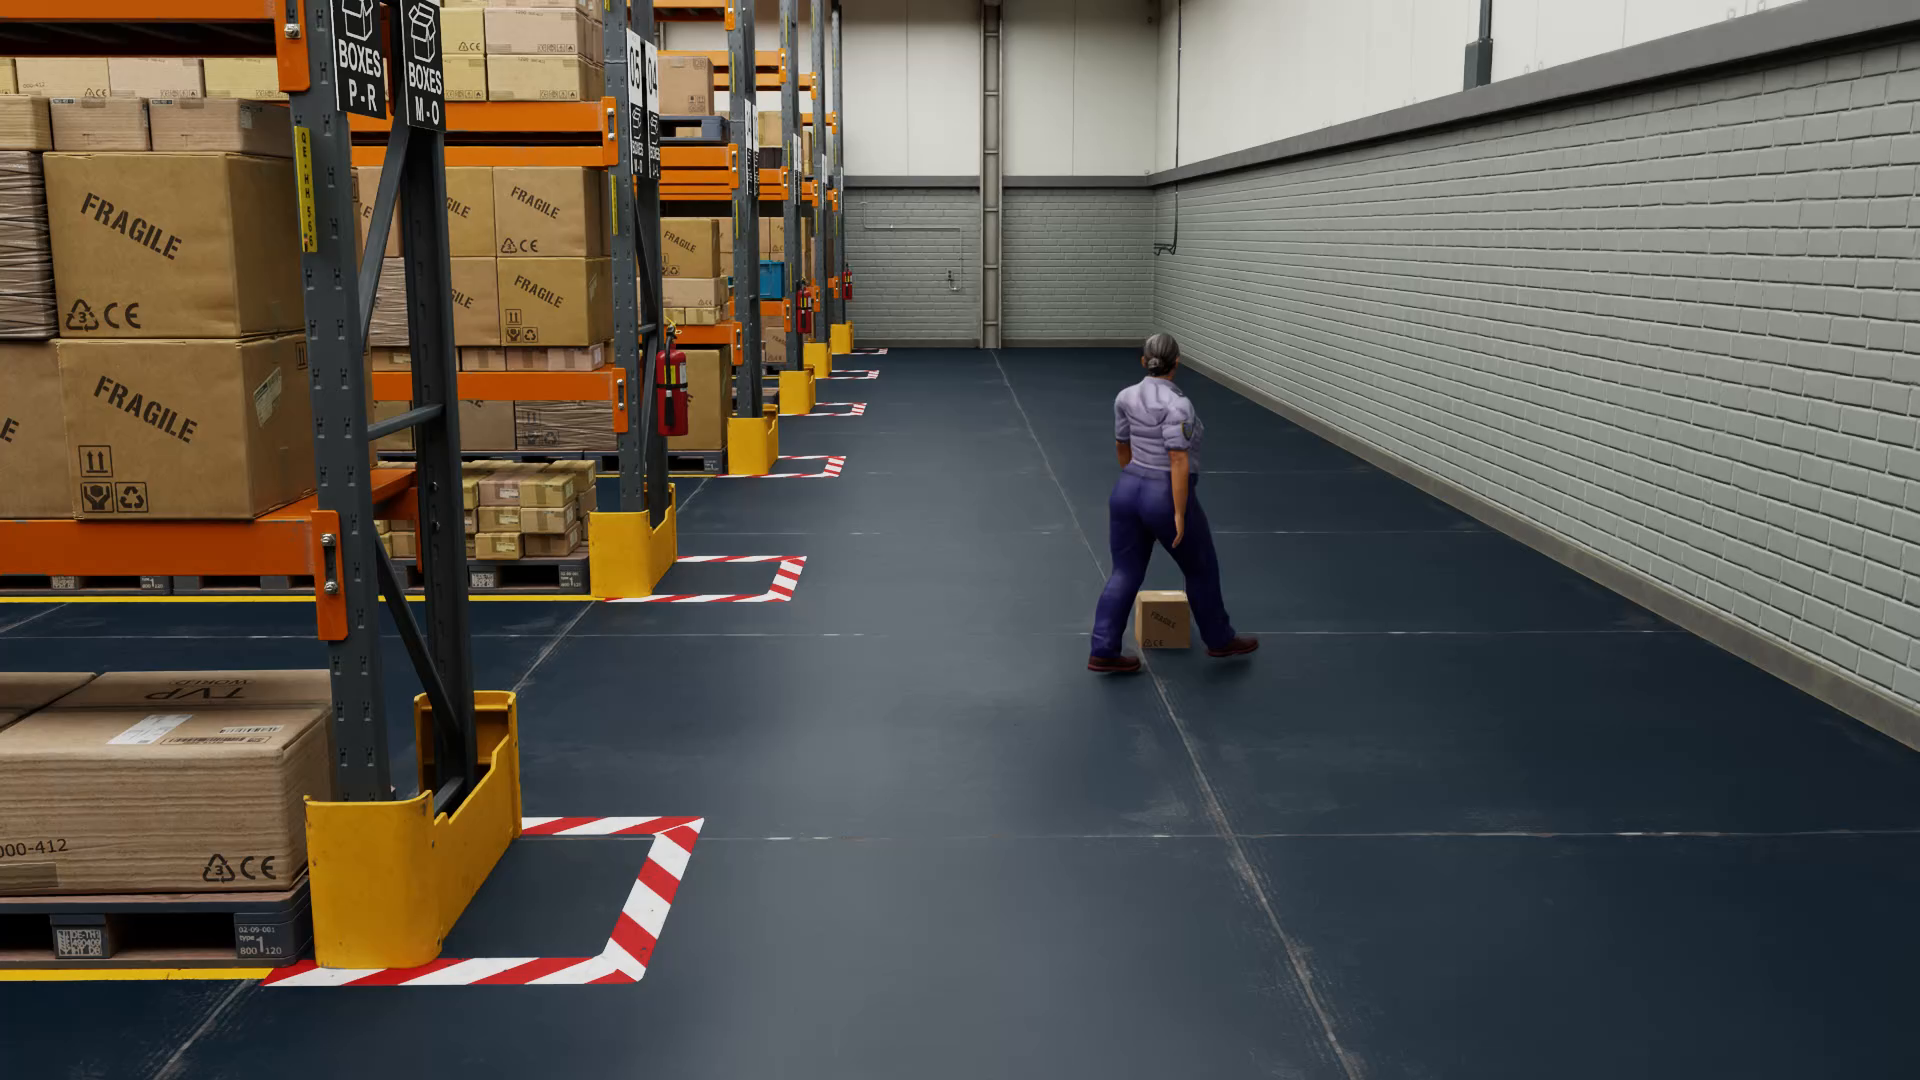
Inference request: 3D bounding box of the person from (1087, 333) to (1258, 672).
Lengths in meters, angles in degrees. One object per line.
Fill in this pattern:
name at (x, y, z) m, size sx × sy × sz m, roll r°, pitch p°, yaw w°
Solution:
person at (1.020, -0.190, 7.969) m, size 0.900 × 1.609 × 0.518 m, roll -10°, pitch 14°, yaw -43°
